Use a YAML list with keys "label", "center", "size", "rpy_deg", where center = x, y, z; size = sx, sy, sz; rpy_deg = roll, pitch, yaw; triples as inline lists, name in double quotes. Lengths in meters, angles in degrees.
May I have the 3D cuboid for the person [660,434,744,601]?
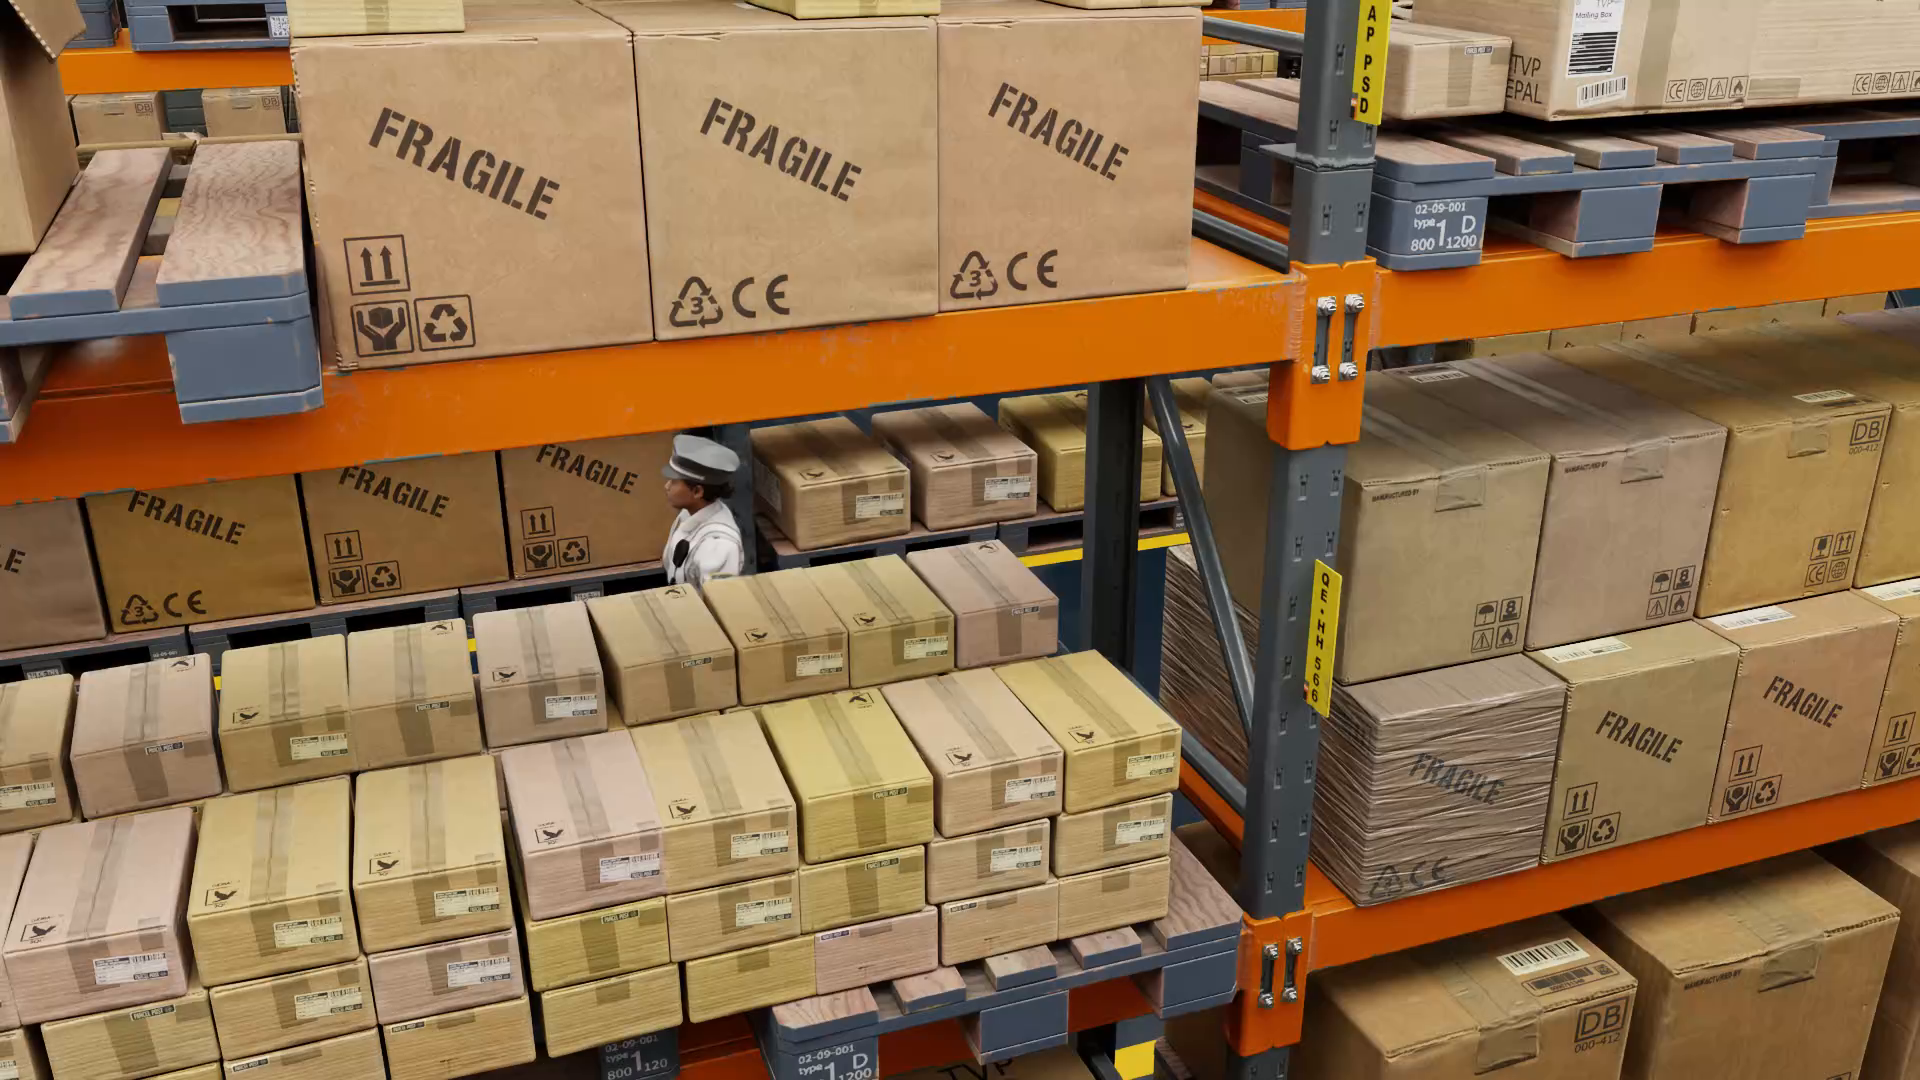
- label: "person"
  center: [-0.825, 0.380, 6.131]
  size: [0.688, 1.651, 0.566]
  rpy_deg: [-6, 24, -15]
